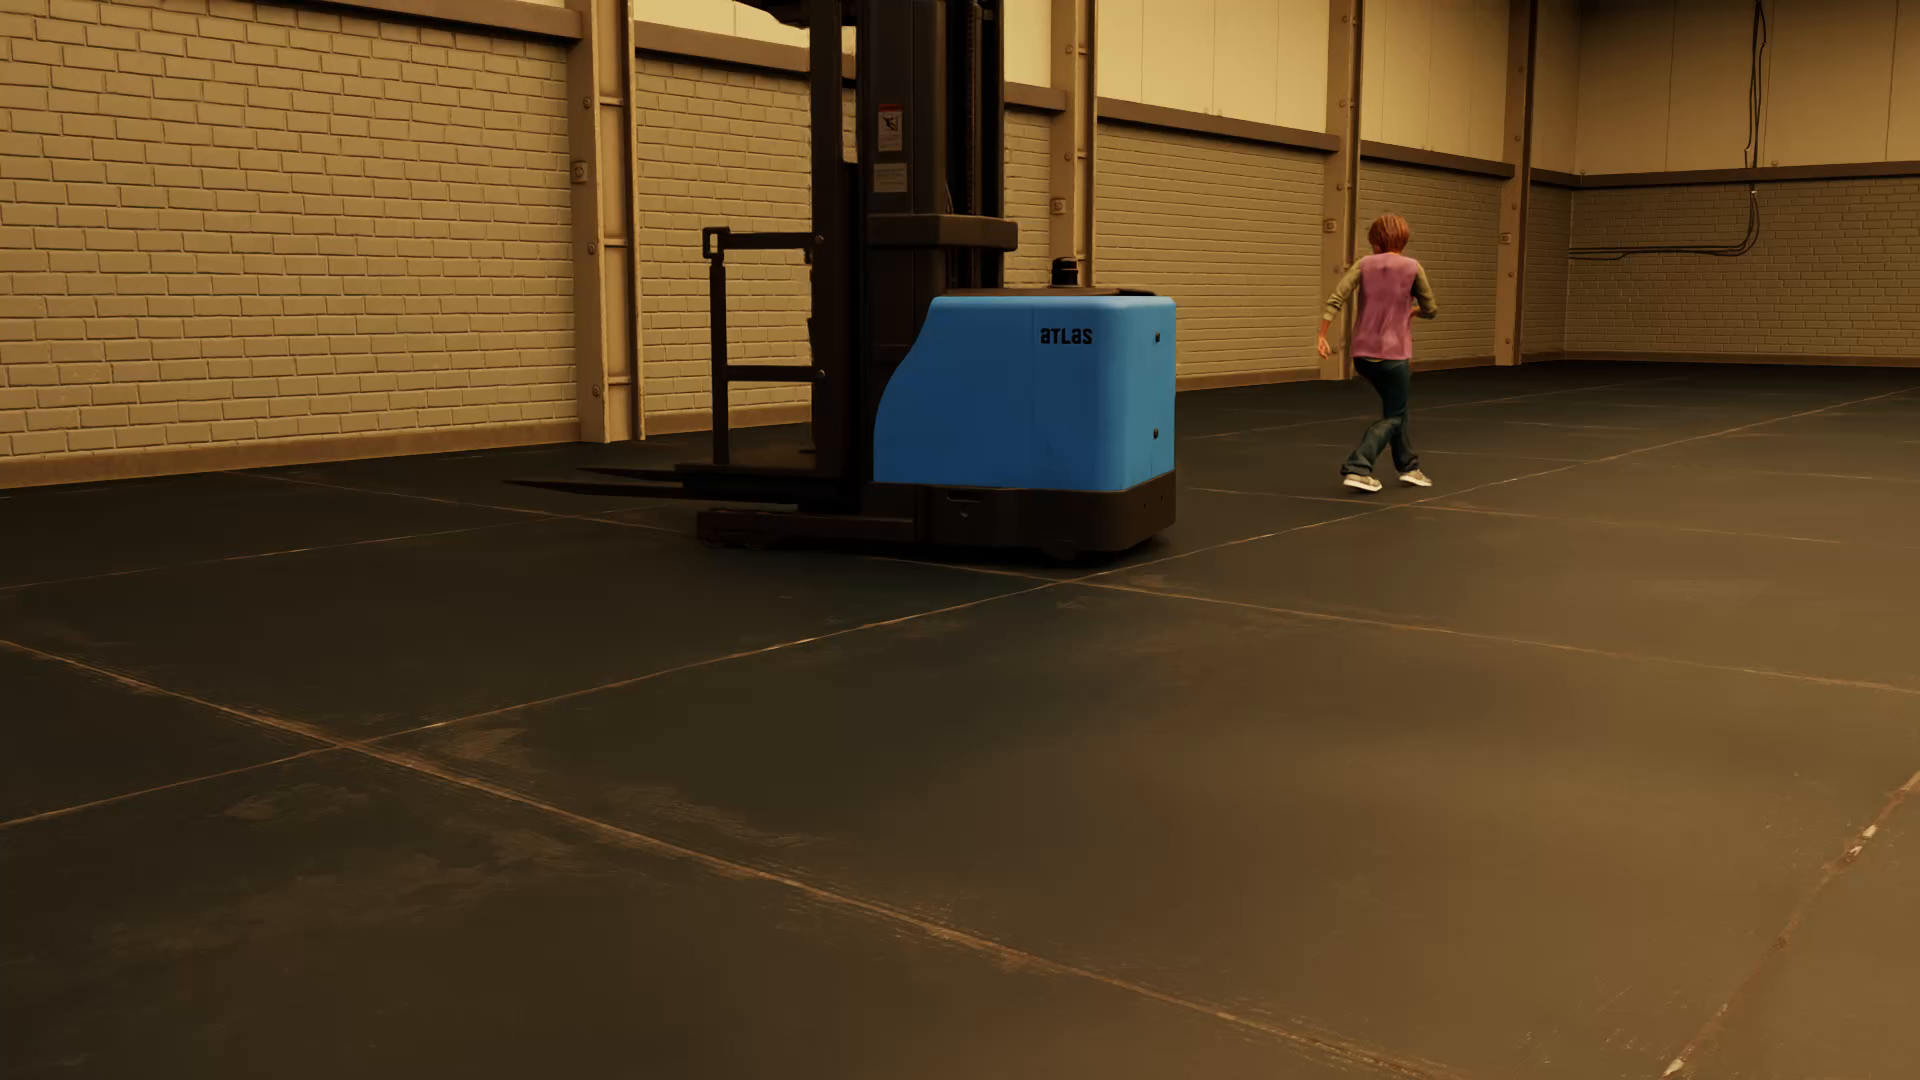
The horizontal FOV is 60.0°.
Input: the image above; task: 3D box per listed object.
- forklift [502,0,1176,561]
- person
[{"bbox_3d":[-0.606,-1.475,7.361,3.031,2.935,1.130,3,9,20],"label":"forklift"},{"bbox_3d":[2.373,-1.027,9.239,0.838,1.533,0.433,-8,11,-43],"label":"person"}]
